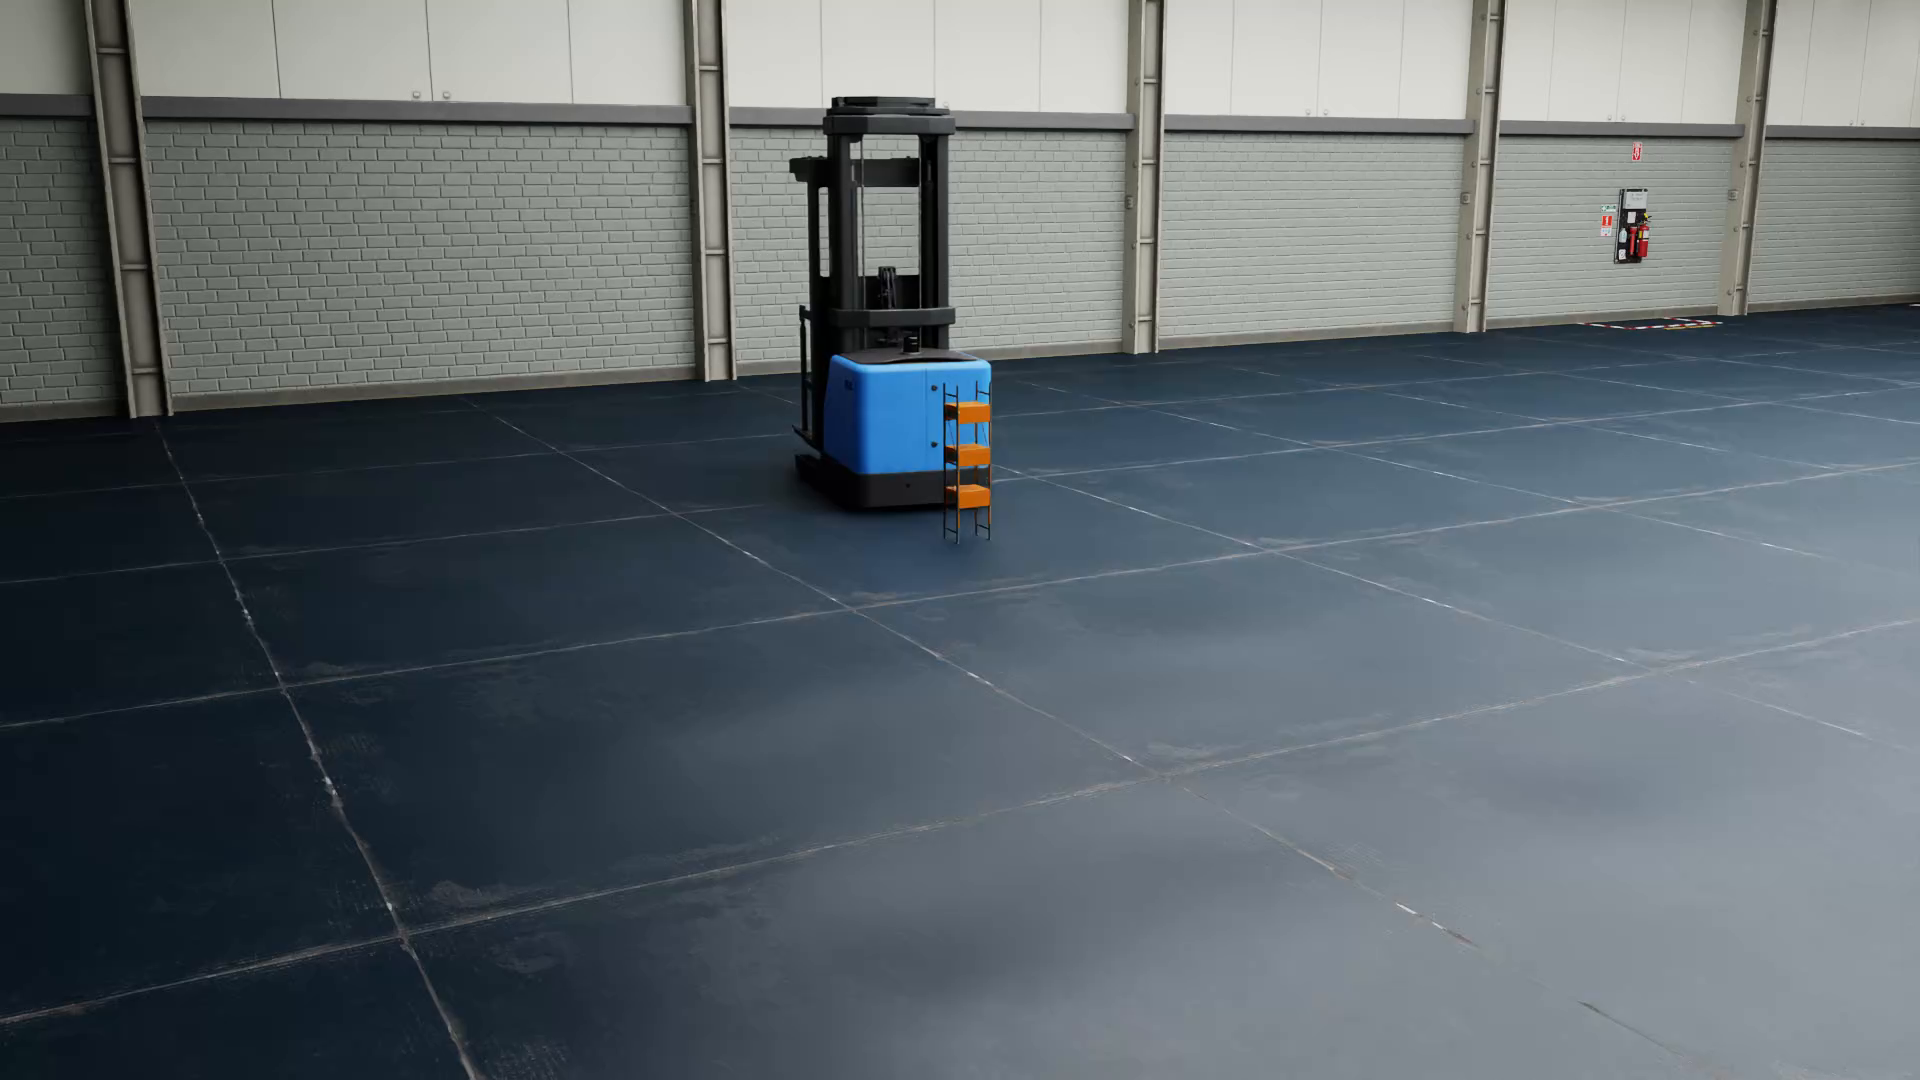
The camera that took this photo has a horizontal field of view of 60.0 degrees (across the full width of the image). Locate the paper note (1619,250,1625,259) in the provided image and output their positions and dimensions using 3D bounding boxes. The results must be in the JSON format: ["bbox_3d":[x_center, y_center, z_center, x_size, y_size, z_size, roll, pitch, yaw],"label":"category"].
[{"bbox_3d":[10.568,-4.557,26.530,0.142,0.148,0.016,-7,14,-28],"label":"paper note"}]

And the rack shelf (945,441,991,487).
[{"bbox_3d":[0.047,-0.507,11.021,0.240,0.259,0.215,-7,14,-28],"label":"rack shelf"}]

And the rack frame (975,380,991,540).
[{"bbox_3d":[0.154,-0.531,11.076,0.008,1.050,0.200,-7,14,-28],"label":"rack frame"}]

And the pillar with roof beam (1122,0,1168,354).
[{"bbox_3d":[4.474,-6.079,17.625,0.400,9.000,9.100,-7,14,-28],"label":"pillar with roof beam"}]

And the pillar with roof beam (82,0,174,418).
[{"bbox_3d":[-6.059,-4.817,12.016,0.400,9.000,9.100,-7,14,-28],"label":"pillar with roof beam"}]

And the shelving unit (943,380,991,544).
[{"bbox_3d":[0.047,-0.518,11.019,0.252,1.050,0.215,-7,14,-28],"label":"shelving unit"}]

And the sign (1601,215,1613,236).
[{"bbox_3d":[10.222,-4.971,26.283,0.234,0.329,0.001,-7,14,-28],"label":"sign"}]

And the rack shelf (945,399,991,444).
[{"bbox_3d":[0.047,-0.784,10.959,0.240,0.259,0.215,-7,14,-28],"label":"rack shelf"}]

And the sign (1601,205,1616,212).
[{"bbox_3d":[10.230,-5.228,26.220,0.331,0.109,0.001,-7,14,-28],"label":"sign"}]

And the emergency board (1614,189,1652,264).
[{"bbox_3d":[10.757,-4.992,26.457,0.643,1.169,0.194,-7,14,-28],"label":"emergency board"}]

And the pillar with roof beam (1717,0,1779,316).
[{"bbox_3d":[15.007,-7.341,23.235,0.400,9.000,9.100,-7,14,-28],"label":"pillar with roof beam"}]

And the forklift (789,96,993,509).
[{"bbox_3d":[-0.694,-1.936,13.035,1.130,2.935,3.031,-4,13,-17],"label":"forklift"}]

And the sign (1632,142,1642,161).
[{"bbox_3d":[10.702,-6.141,26.284,0.199,0.298,0.001,-7,14,-28],"label":"sign"}]

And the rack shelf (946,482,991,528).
[{"bbox_3d":[0.047,-0.236,11.082,0.240,0.259,0.215,-7,14,-28],"label":"rack shelf"}]

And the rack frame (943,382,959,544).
[{"bbox_3d":[-0.060,-0.505,10.962,0.008,1.050,0.200,-7,14,-28],"label":"rack frame"}]

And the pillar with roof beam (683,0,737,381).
[{"bbox_3d":[-0.793,-5.448,14.821,0.400,9.000,9.100,-7,14,-28],"label":"pillar with roof beam"}]

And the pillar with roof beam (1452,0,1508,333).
[{"bbox_3d":[9.740,-6.710,20.430,0.400,9.000,9.100,-7,14,-28],"label":"pillar with roof beam"}]
